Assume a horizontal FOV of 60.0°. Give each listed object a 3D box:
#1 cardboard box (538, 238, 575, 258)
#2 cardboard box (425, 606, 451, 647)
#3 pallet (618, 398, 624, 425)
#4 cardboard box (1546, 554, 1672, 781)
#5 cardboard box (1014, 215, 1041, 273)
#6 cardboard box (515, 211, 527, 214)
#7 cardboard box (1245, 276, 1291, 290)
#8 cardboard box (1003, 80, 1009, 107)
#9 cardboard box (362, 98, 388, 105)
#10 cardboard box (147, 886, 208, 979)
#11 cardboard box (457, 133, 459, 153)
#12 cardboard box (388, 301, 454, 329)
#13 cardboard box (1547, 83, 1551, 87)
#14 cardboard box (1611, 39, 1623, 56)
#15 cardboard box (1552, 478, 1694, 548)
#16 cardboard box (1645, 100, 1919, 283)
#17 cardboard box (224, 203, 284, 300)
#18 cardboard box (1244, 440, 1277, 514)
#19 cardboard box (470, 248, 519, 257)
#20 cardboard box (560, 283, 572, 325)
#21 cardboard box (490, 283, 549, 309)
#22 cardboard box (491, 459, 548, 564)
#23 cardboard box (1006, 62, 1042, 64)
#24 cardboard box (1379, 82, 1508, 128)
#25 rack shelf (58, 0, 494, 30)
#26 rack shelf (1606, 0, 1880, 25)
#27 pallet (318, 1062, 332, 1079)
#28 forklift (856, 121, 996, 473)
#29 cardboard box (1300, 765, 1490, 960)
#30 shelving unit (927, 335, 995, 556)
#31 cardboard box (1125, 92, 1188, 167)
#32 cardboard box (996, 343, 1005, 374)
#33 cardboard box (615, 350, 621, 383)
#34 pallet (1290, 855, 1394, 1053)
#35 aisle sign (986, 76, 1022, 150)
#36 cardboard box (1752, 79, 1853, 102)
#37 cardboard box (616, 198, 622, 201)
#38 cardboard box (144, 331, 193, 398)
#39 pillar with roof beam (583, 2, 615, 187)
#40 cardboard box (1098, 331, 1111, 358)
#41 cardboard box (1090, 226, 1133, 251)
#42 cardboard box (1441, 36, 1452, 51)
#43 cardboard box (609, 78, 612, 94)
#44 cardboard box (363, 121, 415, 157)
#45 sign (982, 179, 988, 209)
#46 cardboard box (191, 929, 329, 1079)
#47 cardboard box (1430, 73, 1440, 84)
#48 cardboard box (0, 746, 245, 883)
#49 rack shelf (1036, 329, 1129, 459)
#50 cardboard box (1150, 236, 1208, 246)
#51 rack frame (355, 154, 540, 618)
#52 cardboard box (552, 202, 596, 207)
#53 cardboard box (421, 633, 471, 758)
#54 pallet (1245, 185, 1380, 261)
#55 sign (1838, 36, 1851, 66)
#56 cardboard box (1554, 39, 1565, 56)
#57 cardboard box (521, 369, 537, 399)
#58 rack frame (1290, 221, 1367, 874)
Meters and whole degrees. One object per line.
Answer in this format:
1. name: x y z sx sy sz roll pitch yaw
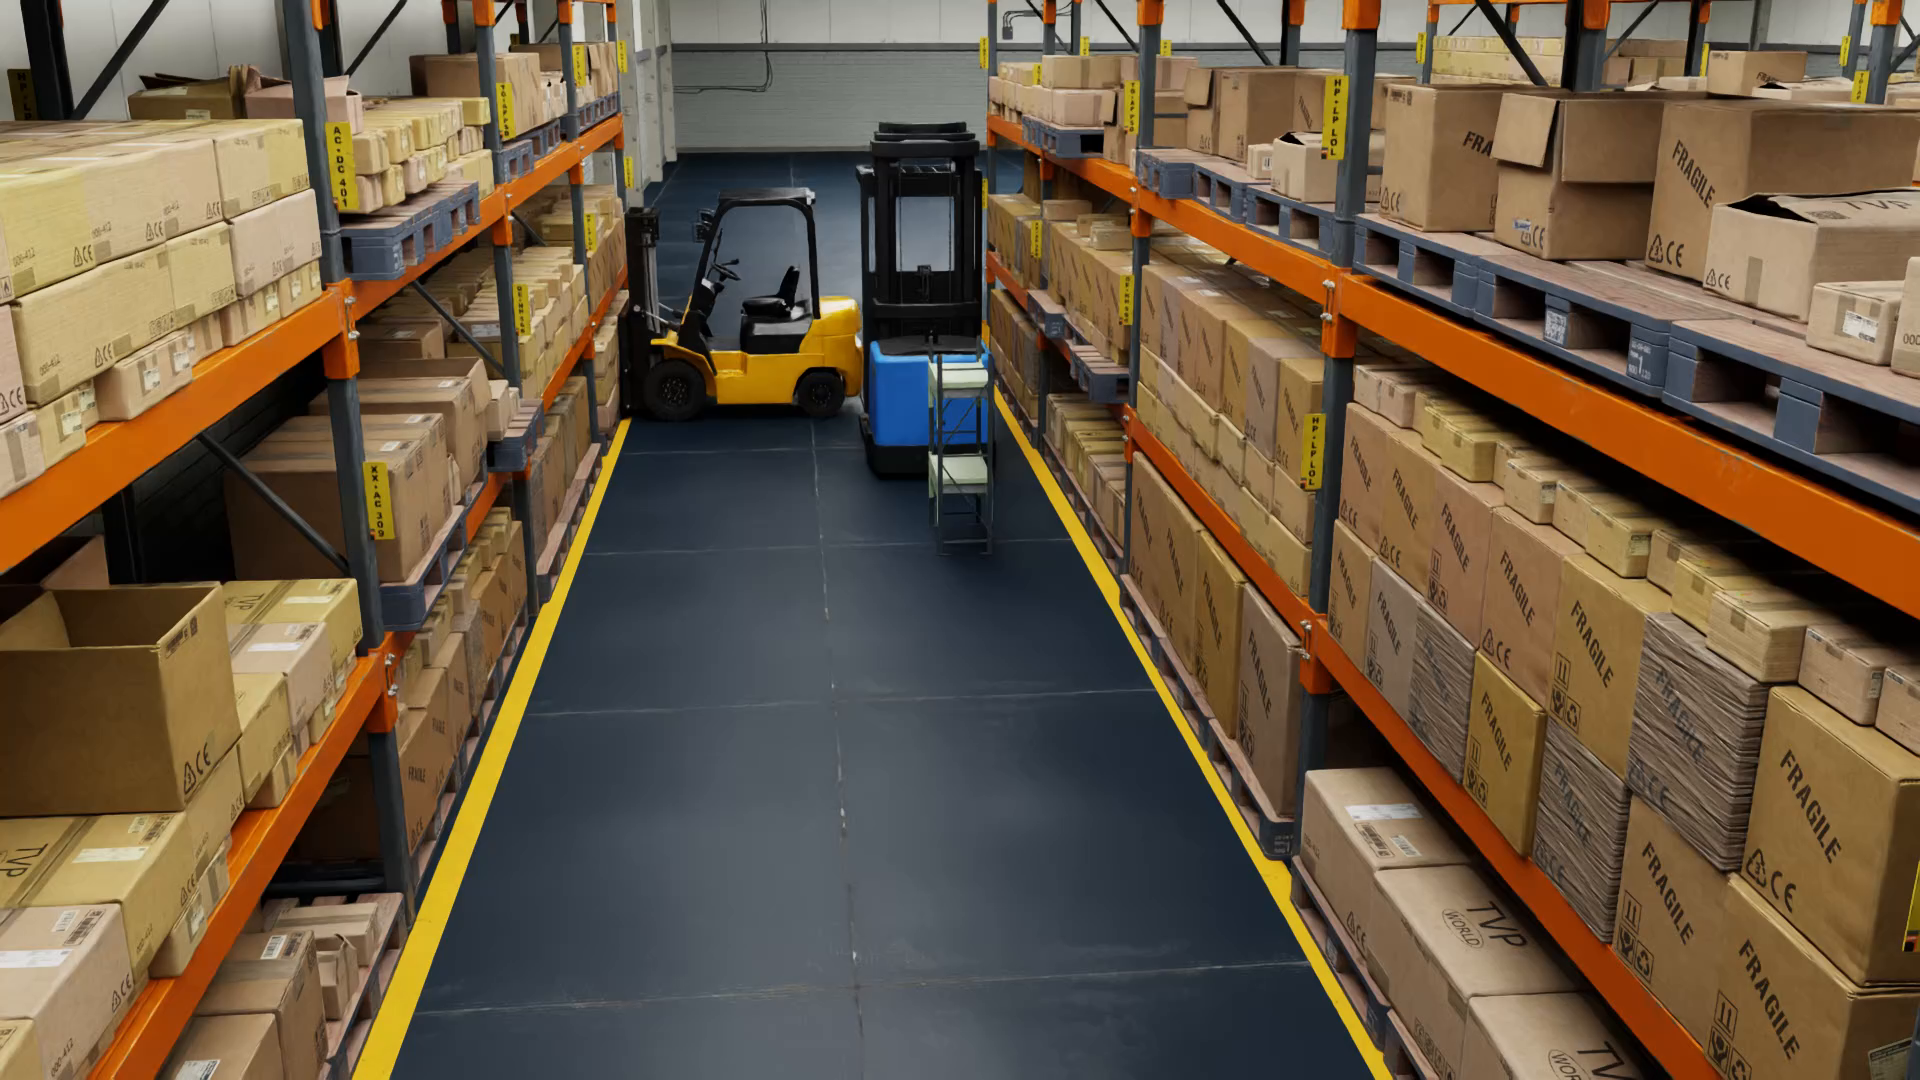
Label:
1. cardboard box: -3.491 -2.570 14.606 0.380 0.149 0.250 -2 18 -7
2. cardboard box: -2.864 0.454 8.611 0.380 0.149 0.250 -1 17 -4
3. pallet: -3.890 -1.382 16.726 1.003 0.211 1.213 -2 18 -6
4. cardboard box: 2.037 0.348 4.726 0.500 0.500 0.500 -2 18 -6
5. cardboard box: 0.806 -2.886 16.199 0.500 0.500 0.500 -1 17 -4
6. cardboard box: -4.167 -2.922 15.229 0.380 0.149 0.250 -2 18 -7
7. cardboard box: 2.004 -1.299 9.970 0.500 0.500 0.500 -1 17 -5
8. cardboard box: 0.711 -4.496 16.736 0.500 0.250 0.500 -1 17 -4
9. cardboard box: -3.545 -2.491 9.686 0.380 0.149 0.250 -2 18 -8
10. cardboard box: -2.327 1.094 4.605 0.380 0.149 0.250 -2 18 -7
11. cardboard box: -3.022 -2.213 9.294 0.380 0.149 0.250 -1 17 -4
12. cardboard box: -3.647 -1.519 11.259 0.380 0.149 0.250 -2 18 -6
13. cardboard box: 5.720 -4.257 15.773 0.380 0.149 0.250 -2 17 -5
14. cardboard box: 6.377 -4.657 15.717 0.380 0.149 0.250 -2 18 -6
15. cardboard box: 2.024 -0.081 5.009 0.380 0.149 0.250 -1 17 -4
16. cardboard box: 2.396 -1.021 4.879 0.500 0.500 0.500 -1 17 -5
17. cardboard box: -2.532 -0.937 5.401 0.500 0.250 0.500 -2 18 -8
18. cardboard box: 1.696 -0.320 8.105 0.500 0.250 0.500 -1 17 -4
19. cardboard box: -3.897 -2.356 13.923 0.380 0.149 0.250 -2 18 -7
20. cardboard box: -3.308 -1.833 12.923 0.500 0.250 0.500 -1 17 -5
21. cardboard box: -3.191 -1.763 12.037 0.380 0.149 0.250 -1 17 -4
22. cardboard box: -3.358 -0.172 11.479 0.875 0.625 0.625 -1 17 -4
23. cardboard box: 0.680 -4.961 17.551 0.380 0.149 0.250 -2 18 -6
24. cardboard box: 2.239 -1.831 7.627 0.500 0.500 0.500 -2 18 -7
25. rack shelf: -3.101 -2.650 7.964 1.077 0.370 4.000 -2 18 -6
26. rack shelf: 6.336 -4.180 12.835 1.077 0.370 4.000 -2 18 -6
27. pallet: -2.696 2.173 5.403 1.003 0.211 1.213 -2 18 -6
28. forklift: -0.374 -2.367 15.325 1.130 2.935 3.031 -2 18 -6
29. cardboard box: 2.000 1.332 7.004 0.875 0.438 0.875 -2 18 -6
30. shelving unit: -0.001 -0.718 12.459 0.431 1.500 0.755 -2 18 -6
31. cardboard box: 1.541 -2.834 11.522 0.700 0.500 0.500 -2 18 -6
32. cardboard box: 0.657 -1.943 17.748 0.500 0.250 0.500 -1 17 -4
33. cardboard box: -3.557 -1.691 16.109 0.500 0.250 0.500 -2 18 -6
34. pallet: 2.042 1.679 6.978 1.003 0.211 1.213 -2 18 -6
35. aisle sign: 0.489 -4.705 18.316 0.394 0.787 0.004 -2 18 -6
36. cardboard box: 6.136 -3.194 12.117 0.500 0.311 0.500 -2 18 -6
37. cardboard box: -3.818 -3.564 17.772 0.380 0.149 0.250 -2 17 -5
38. cardboard box: -2.376 -0.482 4.615 0.380 0.149 0.250 -1 17 -5
39. pillar with roof beam: -1.913 -9.637 28.349 9.100 9.000 0.400 -2 18 -6
40. cardboard box: 1.191 -1.395 11.830 0.380 0.149 0.250 -2 18 -6
41. cardboard box: 1.180 -2.251 12.391 0.380 0.149 0.250 -3 18 -8
42. cardboard box: 5.460 -5.395 18.065 0.380 0.149 0.250 -2 18 -5
43. cardboard box: -3.745 -4.623 16.939 0.380 0.149 0.250 -2 18 -7
44. cardboard box: -2.625 -1.760 7.323 0.380 0.149 0.250 -2 18 -7
45. sign: 0.264 -3.852 18.494 0.100 0.325 0.005 -2 18 -6
46. cardboard box: -2.608 1.707 5.703 0.700 0.500 0.500 -2 18 -8
47. cardboard box: 5.434 -5.086 18.414 0.380 0.149 0.250 -2 18 -5
48. cardboard box: -2.443 0.799 4.879 0.500 0.250 0.500 -2 18 -7
49. rack shelf: 1.423 -1.325 13.091 1.077 0.370 4.000 -2 18 -6
50. cardboard box: 1.647 -2.066 12.885 0.500 0.500 0.500 -2 18 -8
51. rack frame: -3.308 -0.918 10.593 1.000 3.000 0.127 -2 18 -6
52. cardboard box: -3.713 -3.168 16.014 0.380 0.149 0.250 -2 18 -5
53. cardboard box: -2.833 0.808 8.569 0.500 0.500 0.500 -2 18 -7
54. pallet: 1.898 -1.492 7.734 0.805 0.209 1.217 -2 18 -8
55. sign: 10.122 -5.593 19.019 0.100 0.325 0.005 -2 18 -6
56. cardboard box: 5.749 -4.561 15.411 0.380 0.149 0.250 -2 18 -6
57. cardboard box: -3.110 -0.986 11.061 0.500 0.250 0.500 -2 18 -5
58. rack frame: 2.042 0.119 7.289 1.000 3.000 0.127 -2 18 -6
